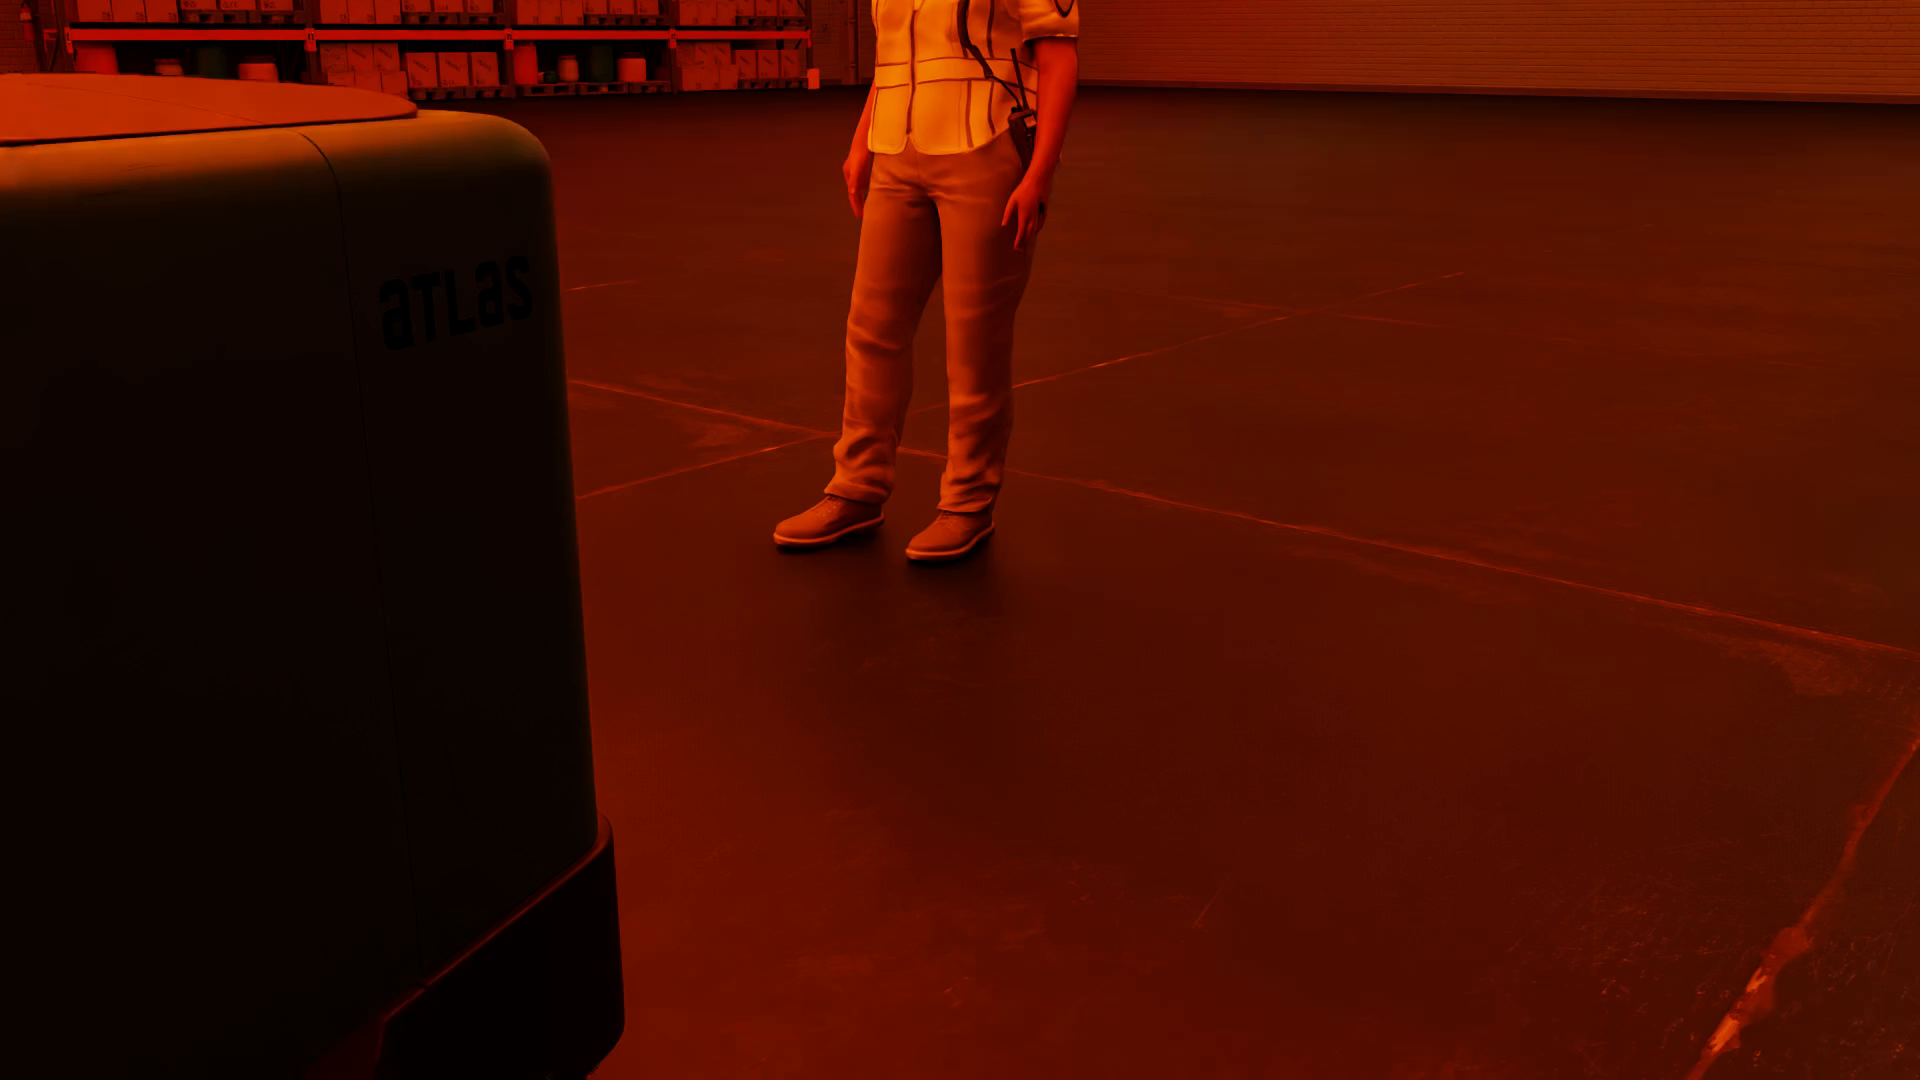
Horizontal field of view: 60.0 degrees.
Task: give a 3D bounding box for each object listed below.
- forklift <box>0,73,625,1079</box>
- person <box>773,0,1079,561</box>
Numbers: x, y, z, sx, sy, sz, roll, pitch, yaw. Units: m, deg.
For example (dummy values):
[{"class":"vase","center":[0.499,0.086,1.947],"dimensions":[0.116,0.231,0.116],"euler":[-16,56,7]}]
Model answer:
[{"class":"forklift","center":[-1.394,-0.445,0.362],"dimensions":[1.130,2.935,3.031],"euler":[7,18,21]},{"class":"person","center":[-0.066,-0.792,3.655],"dimensions":[0.598,1.670,0.529],"euler":[13,21,37]}]
